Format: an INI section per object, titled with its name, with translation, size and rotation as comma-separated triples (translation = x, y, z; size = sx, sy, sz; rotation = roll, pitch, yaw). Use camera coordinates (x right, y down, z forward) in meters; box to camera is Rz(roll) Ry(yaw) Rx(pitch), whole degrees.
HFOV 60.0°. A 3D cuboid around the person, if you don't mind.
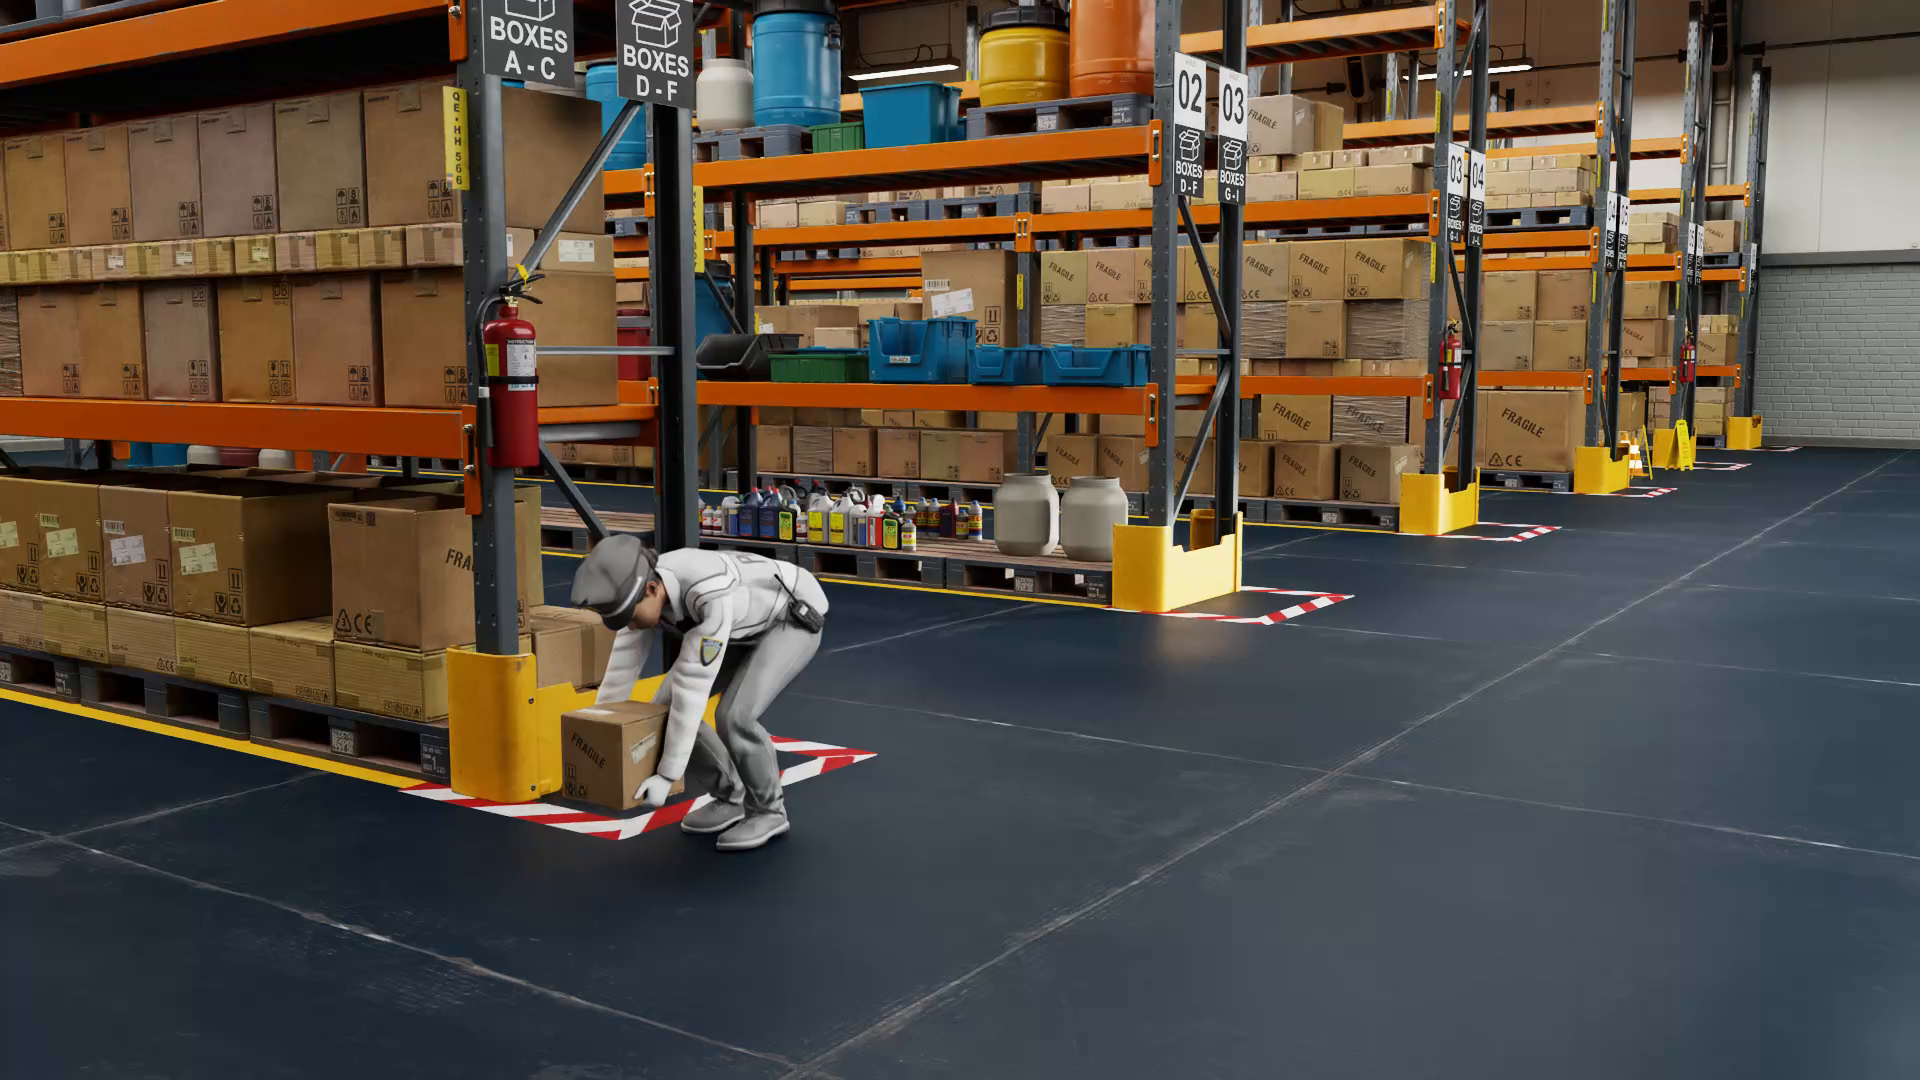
[person]
translation = -0.793, 0.448, 5.056
size = 0.453, 0.990, 0.907
rotation = 5, 8, 38
